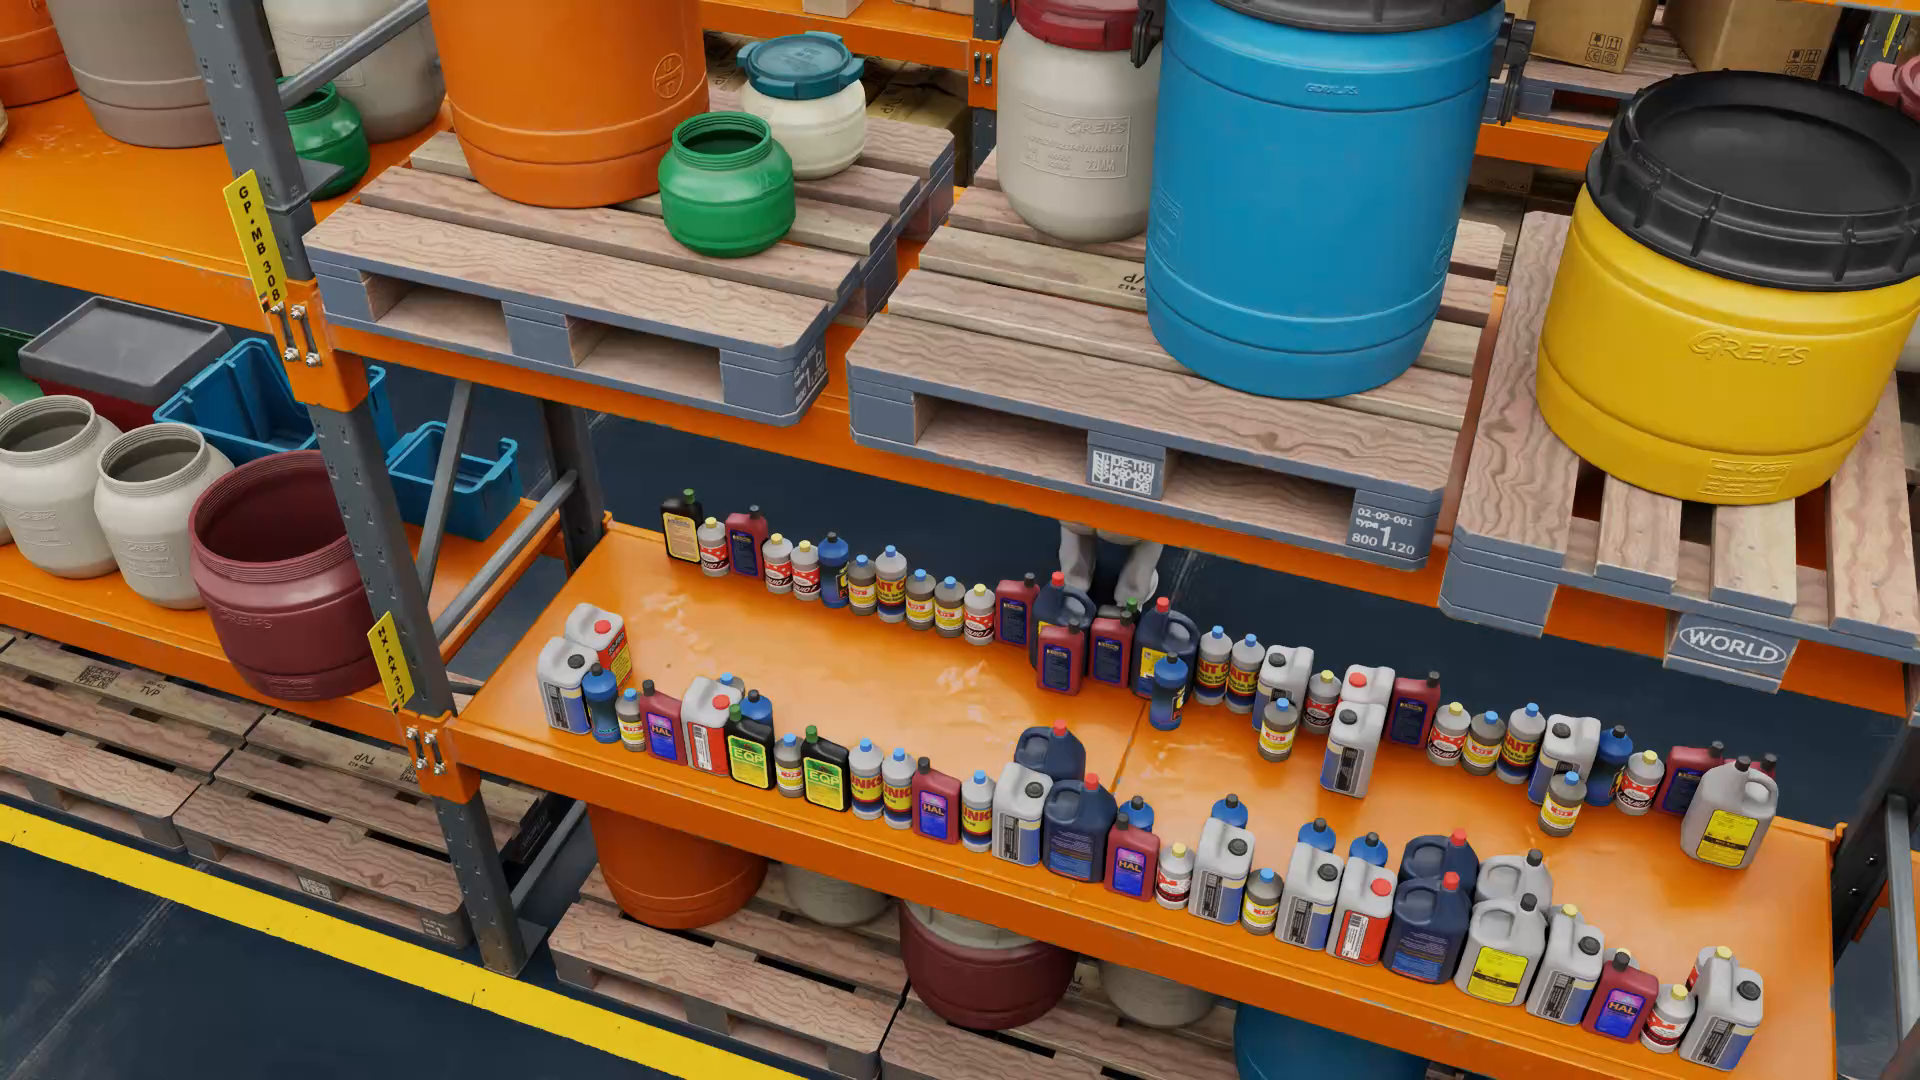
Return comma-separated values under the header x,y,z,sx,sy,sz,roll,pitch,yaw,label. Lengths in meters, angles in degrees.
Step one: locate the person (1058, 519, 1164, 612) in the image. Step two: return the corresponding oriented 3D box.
x,y,z,sx,sy,sz,roll,pitch,yaw,label
0.640,-0.273,6.940,0.625,1.182,0.830,13,43,15,person
